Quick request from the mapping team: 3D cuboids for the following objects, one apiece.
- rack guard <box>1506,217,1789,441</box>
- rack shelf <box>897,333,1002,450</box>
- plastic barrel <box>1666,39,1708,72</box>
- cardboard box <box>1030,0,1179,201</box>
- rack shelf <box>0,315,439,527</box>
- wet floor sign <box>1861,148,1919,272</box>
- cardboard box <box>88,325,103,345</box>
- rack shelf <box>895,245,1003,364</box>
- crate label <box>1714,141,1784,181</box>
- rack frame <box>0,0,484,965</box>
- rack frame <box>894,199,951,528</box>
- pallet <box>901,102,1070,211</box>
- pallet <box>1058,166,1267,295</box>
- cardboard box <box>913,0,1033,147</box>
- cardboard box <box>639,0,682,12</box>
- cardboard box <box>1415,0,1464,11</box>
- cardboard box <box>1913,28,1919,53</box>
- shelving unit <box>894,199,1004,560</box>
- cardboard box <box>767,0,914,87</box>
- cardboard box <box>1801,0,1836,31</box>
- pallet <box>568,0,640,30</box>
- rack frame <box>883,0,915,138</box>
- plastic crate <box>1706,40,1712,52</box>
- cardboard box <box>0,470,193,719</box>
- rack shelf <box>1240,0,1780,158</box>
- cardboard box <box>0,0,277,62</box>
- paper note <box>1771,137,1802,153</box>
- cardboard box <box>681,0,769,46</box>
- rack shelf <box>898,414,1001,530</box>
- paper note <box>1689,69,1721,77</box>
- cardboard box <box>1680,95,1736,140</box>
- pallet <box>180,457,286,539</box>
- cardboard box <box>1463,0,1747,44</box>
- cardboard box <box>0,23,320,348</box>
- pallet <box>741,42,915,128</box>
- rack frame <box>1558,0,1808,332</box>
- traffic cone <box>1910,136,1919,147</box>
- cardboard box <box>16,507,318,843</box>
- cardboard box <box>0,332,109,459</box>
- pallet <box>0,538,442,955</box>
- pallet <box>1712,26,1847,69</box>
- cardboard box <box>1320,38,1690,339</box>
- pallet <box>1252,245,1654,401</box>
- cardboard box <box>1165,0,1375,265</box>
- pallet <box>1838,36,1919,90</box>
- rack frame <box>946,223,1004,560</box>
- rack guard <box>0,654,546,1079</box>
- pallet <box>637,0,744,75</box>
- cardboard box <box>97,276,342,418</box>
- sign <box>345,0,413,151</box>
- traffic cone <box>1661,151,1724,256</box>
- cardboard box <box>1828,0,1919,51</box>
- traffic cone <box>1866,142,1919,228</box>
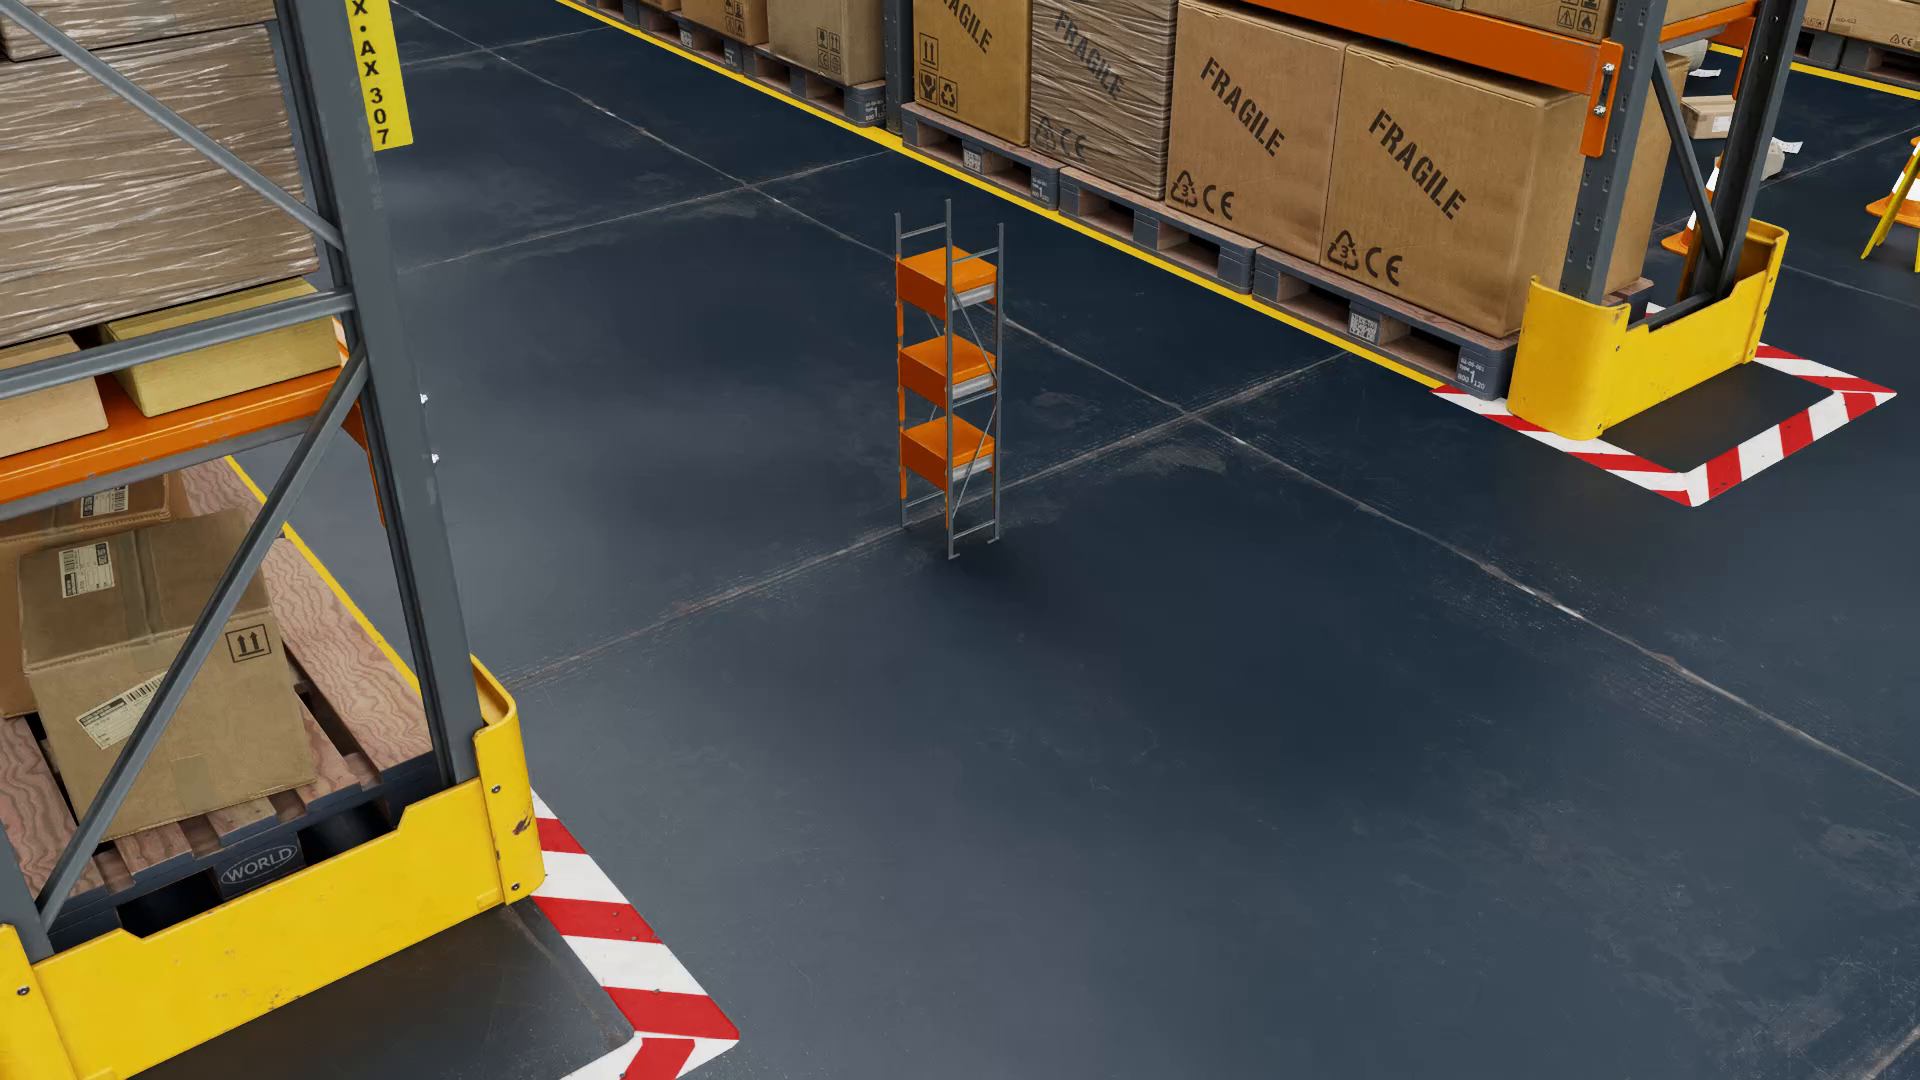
[{"bbox_3d":[2.514,-0.805,6.072,1.175,0.500,0.348,-22,38,-31],"label":"rack guard"},{"bbox_3d":[-0.033,-0.459,5.014,0.215,0.259,0.240,-22,38,-31],"label":"rack shelf"},{"bbox_3d":[3.885,-2.797,9.352,0.512,0.421,0.421,1,32,2],"label":"plastic barrel"},{"bbox_3d":[0.932,-2.160,7.501,0.875,0.875,0.875,-22,38,-31],"label":"cardboard box"},{"bbox_3d":[-2.707,-0.842,4.444,1.077,0.370,4.000,-22,38,-31],"label":"rack shelf"},{"bbox_3d":[4.081,-1.505,7.062,0.232,0.644,0.267,26,40,35],"label":"wet floor sign"},{"bbox_3d":[-1.606,-0.514,3.472,0.380,0.149,0.250,-22,38,-31],"label":"cardboard box"},{"bbox_3d":[-0.033,-0.700,4.865,0.215,0.259,0.240,-22,38,-31],"label":"rack shelf"},{"bbox_3d":[3.865,-1.873,8.135,0.298,0.136,0.250,12,34,19],"label":"crate label"},{"bbox_3d":[-1.481,-0.314,2.912,1.000,3.000,0.127,-22,38,-31],"label":"rack frame"},{"bbox_3d":[-0.108,-0.519,5.091,0.200,1.050,0.008,-22,38,-31],"label":"rack frame"},{"bbox_3d":[0.451,-2.017,8.297,1.003,0.211,1.213,-22,38,-31],"label":"pallet"},{"bbox_3d":[1.203,-1.508,7.478,1.003,0.211,1.213,-22,38,-31],"label":"pallet"},{"bbox_3d":[0.377,-2.535,8.104,0.875,0.875,0.875,-22,38,-31],"label":"cardboard box"},{"bbox_3d":[-1.566,-3.787,10.239,1.050,0.750,0.750,-22,38,-31],"label":"cardboard box"},{"bbox_3d":[1.881,-2.302,5.972,0.875,0.550,0.550,-22,38,-31],"label":"cardboard box"},{"bbox_3d":[5.624,-2.790,9.108,0.500,0.250,0.500,-22,38,-32],"label":"cardboard box"},{"bbox_3d":[-0.033,-0.468,5.009,0.215,1.050,0.252,-22,38,-31],"label":"shelving unit"},{"bbox_3d":[-0.406,-2.996,8.965,1.050,0.750,0.750,-22,38,-32],"label":"cardboard box"},{"bbox_3d":[5.002,-3.215,9.792,0.500,0.250,0.500,-24,39,-33],"label":"cardboard box"},{"bbox_3d":[-1.983,-3.673,10.964,1.003,0.211,1.213,-22,38,-31],"label":"pallet"},{"bbox_3d":[0.046,-3.544,8.113,1.000,3.000,0.127,-22,38,-31],"label":"rack frame"},{"bbox_3d":[4.209,-3.027,10.049,0.583,0.080,0.402,18,36,27],"label":"plastic crate"},{"bbox_3d":[-2.244,0.066,4.272,0.500,0.500,0.500,-12,34,-19],"label":"cardboard box"},{"bbox_3d":[1.273,-2.405,6.960,1.077,0.370,4.000,-22,38,-31],"label":"rack shelf"},{"bbox_3d":[-1.603,-1.225,3.055,0.500,0.500,0.500,-22,38,-31],"label":"cardboard box"},{"bbox_3d":[4.195,-2.009,8.456,0.142,0.019,0.148,18,36,27],"label":"paper note"},{"bbox_3d":[-0.994,-3.399,9.614,1.050,0.750,0.750,-22,38,-31],"label":"cardboard box"},{"bbox_3d":[-0.033,-0.223,5.161,0.215,0.259,0.240,-22,38,-31],"label":"rack shelf"},{"bbox_3d":[4.279,-2.688,9.549,0.148,0.019,0.142,18,36,27],"label":"paper note"},{"bbox_3d":[3.948,-2.202,8.654,0.380,0.149,0.250,-4,32,-7],"label":"cardboard box"},{"bbox_3d":[-2.742,-0.019,5.081,1.003,0.211,1.213,-22,38,-31],"label":"pallet"},{"bbox_3d":[2.236,-2.080,5.614,0.875,0.550,0.550,-22,38,-31],"label":"cardboard box"},{"bbox_3d":[-1.797,-0.721,3.191,0.875,0.500,0.500,-22,38,-31],"label":"cardboard box"},{"bbox_3d":[-0.487,-2.656,9.327,1.003,0.211,1.213,-22,38,-31],"label":"pallet"},{"bbox_3d":[2.499,-1.877,5.428,1.000,3.000,0.127,-22,38,-31],"label":"rack frame"},{"bbox_3d":[5.064,-2.204,8.361,0.336,0.463,0.334,-22,38,-31],"label":"traffic cone"},{"bbox_3d":[-1.851,0.304,3.889,0.500,0.500,0.500,-15,35,-23],"label":"cardboard box"},{"bbox_3d":[-1.819,-0.259,3.062,0.380,0.149,0.250,-22,38,-31],"label":"cardboard box"},{"bbox_3d":[-1.998,0.489,4.263,1.003,0.211,1.213,-22,38,-31],"label":"pallet"},{"bbox_3d":[5.086,-3.225,10.243,1.003,0.211,1.213,-22,38,-31],"label":"pallet"},{"bbox_3d":[2.031,-1.414,6.299,0.875,0.875,0.875,-22,38,-31],"label":"cardboard box"},{"bbox_3d":[1.947,-1.000,6.660,1.003,0.211,1.213,-22,38,-31],"label":"pallet"},{"bbox_3d":[1.490,-1.780,6.888,0.875,0.875,0.875,-23,39,-32],"label":"cardboard box"},{"bbox_3d":[5.830,-2.717,9.425,1.003,0.211,1.213,-22,38,-31],"label":"pallet"},{"bbox_3d":[0.042,-0.417,4.927,0.200,1.050,0.008,-22,38,-31],"label":"rack frame"},{"bbox_3d":[-1.528,0.716,3.623,1.175,0.500,0.348,-22,38,-31],"label":"rack guard"},{"bbox_3d":[-1.239,-3.165,10.146,1.003,0.211,1.213,-22,38,-31],"label":"pallet"},{"bbox_3d":[-1.467,-0.403,3.294,0.380,0.149,0.250,-22,38,-31],"label":"cardboard box"},{"bbox_3d":[-1.052,-0.857,2.967,0.100,0.325,0.005,-22,38,-31],"label":"sign"},{"bbox_3d":[3.295,-1.480,7.194,0.336,0.463,0.334,-22,38,-31],"label":"traffic cone"},{"bbox_3d":[5.328,-2.999,9.443,0.500,0.250,0.500,-22,38,-31],"label":"cardboard box"},{"bbox_3d":[4.396,-1.704,7.554,0.336,0.463,0.334,-22,38,-31],"label":"traffic cone"}]
